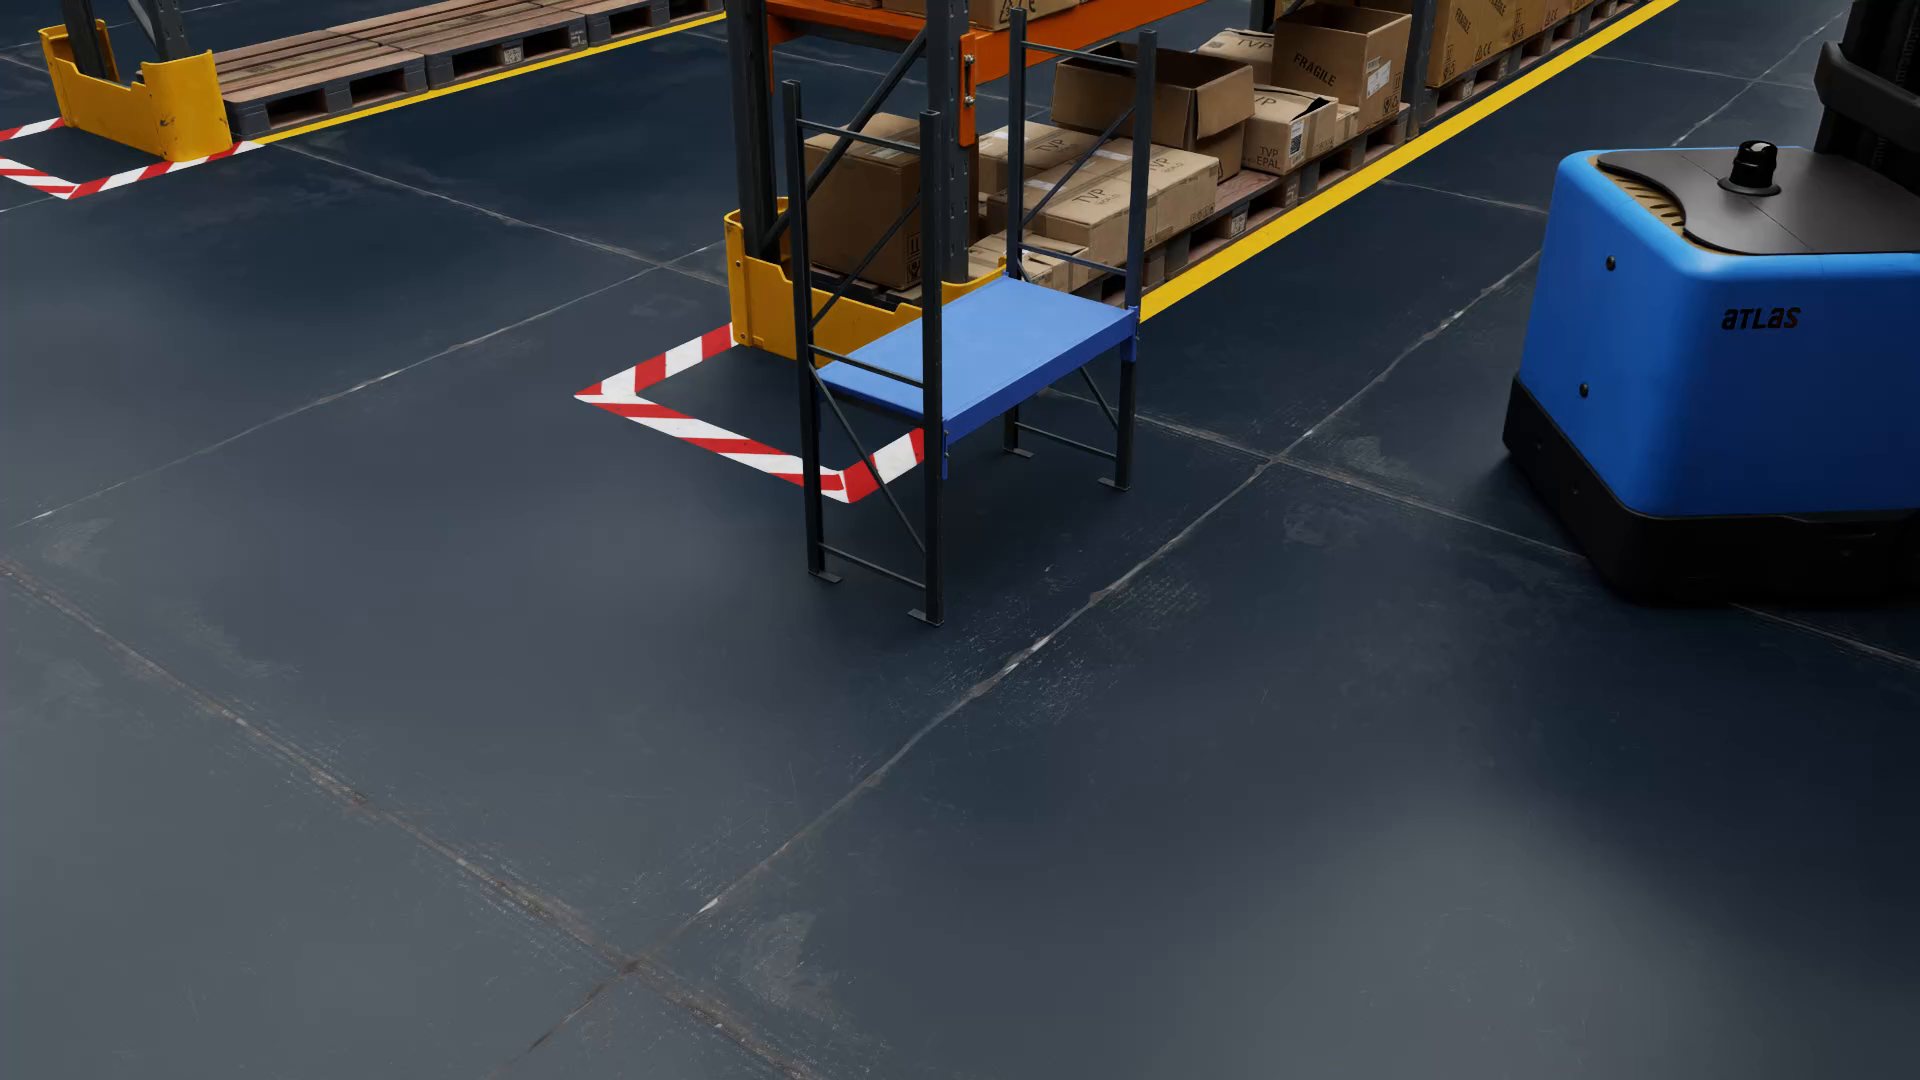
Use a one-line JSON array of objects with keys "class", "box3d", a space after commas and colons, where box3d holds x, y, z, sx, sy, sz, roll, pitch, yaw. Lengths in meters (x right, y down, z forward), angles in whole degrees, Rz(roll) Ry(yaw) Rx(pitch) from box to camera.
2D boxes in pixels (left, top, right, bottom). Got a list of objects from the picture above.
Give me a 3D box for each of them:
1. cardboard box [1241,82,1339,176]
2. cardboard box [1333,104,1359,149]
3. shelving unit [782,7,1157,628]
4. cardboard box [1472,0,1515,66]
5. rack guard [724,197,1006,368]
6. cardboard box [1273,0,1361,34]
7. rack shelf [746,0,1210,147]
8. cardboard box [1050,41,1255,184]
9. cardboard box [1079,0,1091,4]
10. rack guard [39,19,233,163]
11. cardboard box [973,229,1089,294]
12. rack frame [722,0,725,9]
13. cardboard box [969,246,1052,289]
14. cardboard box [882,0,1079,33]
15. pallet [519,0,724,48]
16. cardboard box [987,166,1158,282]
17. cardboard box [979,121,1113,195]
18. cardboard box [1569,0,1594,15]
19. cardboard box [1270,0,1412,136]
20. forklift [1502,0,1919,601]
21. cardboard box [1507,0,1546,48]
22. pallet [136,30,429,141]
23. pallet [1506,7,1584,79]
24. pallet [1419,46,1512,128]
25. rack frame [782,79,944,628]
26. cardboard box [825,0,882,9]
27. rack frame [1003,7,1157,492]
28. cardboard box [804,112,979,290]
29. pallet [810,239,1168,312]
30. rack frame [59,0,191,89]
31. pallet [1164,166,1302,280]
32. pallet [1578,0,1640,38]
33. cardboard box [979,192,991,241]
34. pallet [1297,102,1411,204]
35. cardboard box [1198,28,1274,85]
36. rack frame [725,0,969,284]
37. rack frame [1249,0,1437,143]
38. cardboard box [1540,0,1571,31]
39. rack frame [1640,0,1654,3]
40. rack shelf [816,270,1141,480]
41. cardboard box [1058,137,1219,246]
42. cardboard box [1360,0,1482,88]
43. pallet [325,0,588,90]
[{"class": "cardboard box", "box3d": [1.441, -1.980, 7.855, 0.500, 0.311, 0.500, 21, 37, 31]}, {"class": "cardboard box", "box3d": [1.716, -2.045, 8.123, 0.380, 0.149, 0.250, 21, 37, 31]}, {"class": "shelving unit", "box3d": [0.051, -0.680, 4.926, 0.538, 1.500, 1.048, 21, 37, 31]}, {"class": "cardboard box", "box3d": [2.811, -3.027, 9.437, 0.500, 0.500, 0.500, 22, 37, 32]}, {"class": "rack guard", "box3d": [-0.357, -0.901, 6.281, 1.175, 0.500, 0.348, 21, 37, 31]}, {"class": "cardboard box", "box3d": [2.081, -2.974, 9.347, 0.500, 0.500, 0.500, 21, 37, 31]}, {"class": "rack shelf", "box3d": [0.805, -2.449, 7.146, 1.077, 0.370, 4.000, 21, 37, 31]}, {"class": "cardboard box", "box3d": [0.882, -1.922, 7.568, 0.797, 0.503, 0.637, 21, 37, 31]}, {"class": "cardboard box", "box3d": [0.383, -2.299, 6.090, 0.500, 0.500, 0.500, 21, 36, 31]}, {"class": "rack guard", "box3d": [-4.354, -2.383, 8.780, 1.175, 0.500, 0.348, 21, 37, 31]}, {"class": "cardboard box", "box3d": [0.275, -1.082, 6.481, 0.380, 0.166, 0.250, 21, 37, 31]}, {"class": "rack frame", "box3d": [-1.935, -5.098, 10.909, 1.000, 3.000, 0.127, 21, 37, 31]}, {"class": "cardboard box", "box3d": [0.124, -0.973, 6.315, 0.380, 0.149, 0.250, 21, 37, 31]}, {"class": "cardboard box", "box3d": [0.075, -2.088, 5.733, 0.500, 0.500, 0.500, 22, 37, 32]}, {"class": "pallet", "box3d": [-2.348, -3.587, 11.096, 1.003, 0.211, 1.213, 21, 37, 31]}, {"class": "cardboard box", "box3d": [0.454, -1.289, 6.749, 0.500, 0.250, 0.500, 21, 37, 31]}, {"class": "cardboard box", "box3d": [0.327, -1.626, 7.317, 0.500, 0.250, 0.500, 21, 37, 31]}, {"class": "cardboard box", "box3d": [3.736, -3.649, 10.485, 0.500, 0.500, 0.500, 20, 36, 30]}, {"class": "cardboard box", "box3d": [1.894, -2.367, 8.322, 0.500, 0.500, 0.500, 21, 37, 31]}, {"class": "forklift", "box3d": [3.391, -1.365, 4.678, 3.031, 2.935, 1.130, -2, 31, -3]}, {"class": "cardboard box", "box3d": [3.119, -3.228, 9.775, 0.500, 0.500, 0.500, 22, 37, 32]}, {"class": "pallet", "box3d": [-3.821, -2.595, 9.422, 1.003, 0.211, 1.213, 21, 37, 31]}, {"class": "pallet", "box3d": [3.209, -3.212, 10.463, 1.003, 0.211, 1.213, 21, 37, 31]}, {"class": "pallet", "box3d": [2.473, -2.714, 9.623, 1.003, 0.211, 1.213, 21, 37, 31]}, {"class": "rack frame", "box3d": [-0.255, -0.473, 4.577, 0.500, 1.500, 0.032, 21, 37, 31]}, {"class": "cardboard box", "box3d": [-0.349, -2.255, 6.014, 0.500, 0.500, 0.500, 22, 37, 33]}, {"class": "rack frame", "box3d": [0.358, -0.887, 5.275, 0.500, 1.500, 0.032, 21, 37, 31]}, {"class": "cardboard box", "box3d": [-0.271, -1.357, 6.617, 0.500, 0.500, 0.500, 21, 37, 31]}, {"class": "pallet", "box3d": [0.124, -1.101, 6.902, 1.003, 0.211, 1.213, 21, 37, 31]}, {"class": "rack frame", "box3d": [-4.350, -3.472, 8.166, 1.000, 3.000, 0.127, 21, 37, 31]}, {"class": "pallet", "box3d": [0.861, -1.595, 7.735, 1.003, 0.211, 1.213, 21, 37, 31]}, {"class": "pallet", "box3d": [3.946, -3.706, 11.296, 1.003, 0.211, 1.213, 21, 37, 31]}, {"class": "cardboard box", "box3d": [0.045, -1.350, 6.933, 0.380, 0.166, 0.250, 21, 37, 31]}, {"class": "pallet", "box3d": [1.597, -2.093, 8.575, 1.003, 0.211, 1.213, 21, 37, 31]}, {"class": "cardboard box", "box3d": [1.586, -2.500, 8.732, 0.500, 0.311, 0.500, 21, 37, 31]}, {"class": "rack frame", "box3d": [-0.403, -1.946, 5.591, 1.000, 3.000, 0.127, 21, 37, 31]}, {"class": "rack frame", "box3d": [2.012, -3.572, 8.335, 1.000, 3.000, 0.127, 21, 37, 31]}, {"class": "cardboard box", "box3d": [3.425, -3.434, 10.122, 0.500, 0.500, 0.500, 20, 36, 30]}, {"class": "rack frame", "box3d": [4.426, -5.198, 11.078, 1.000, 3.000, 0.127, 21, 37, 31]}, {"class": "rack shelf", "box3d": [0.051, -0.525, 5.018, 0.538, 0.185, 1.000, 21, 37, 31]}, {"class": "cardboard box", "box3d": [0.755, -1.492, 7.091, 0.500, 0.250, 0.500, 21, 37, 31]}, {"class": "cardboard box", "box3d": [2.498, -2.807, 9.065, 0.500, 0.500, 0.500, 19, 36, 29]}, {"class": "pallet", "box3d": [-3.084, -3.089, 10.255, 1.003, 0.211, 1.213, 21, 37, 31]}]
